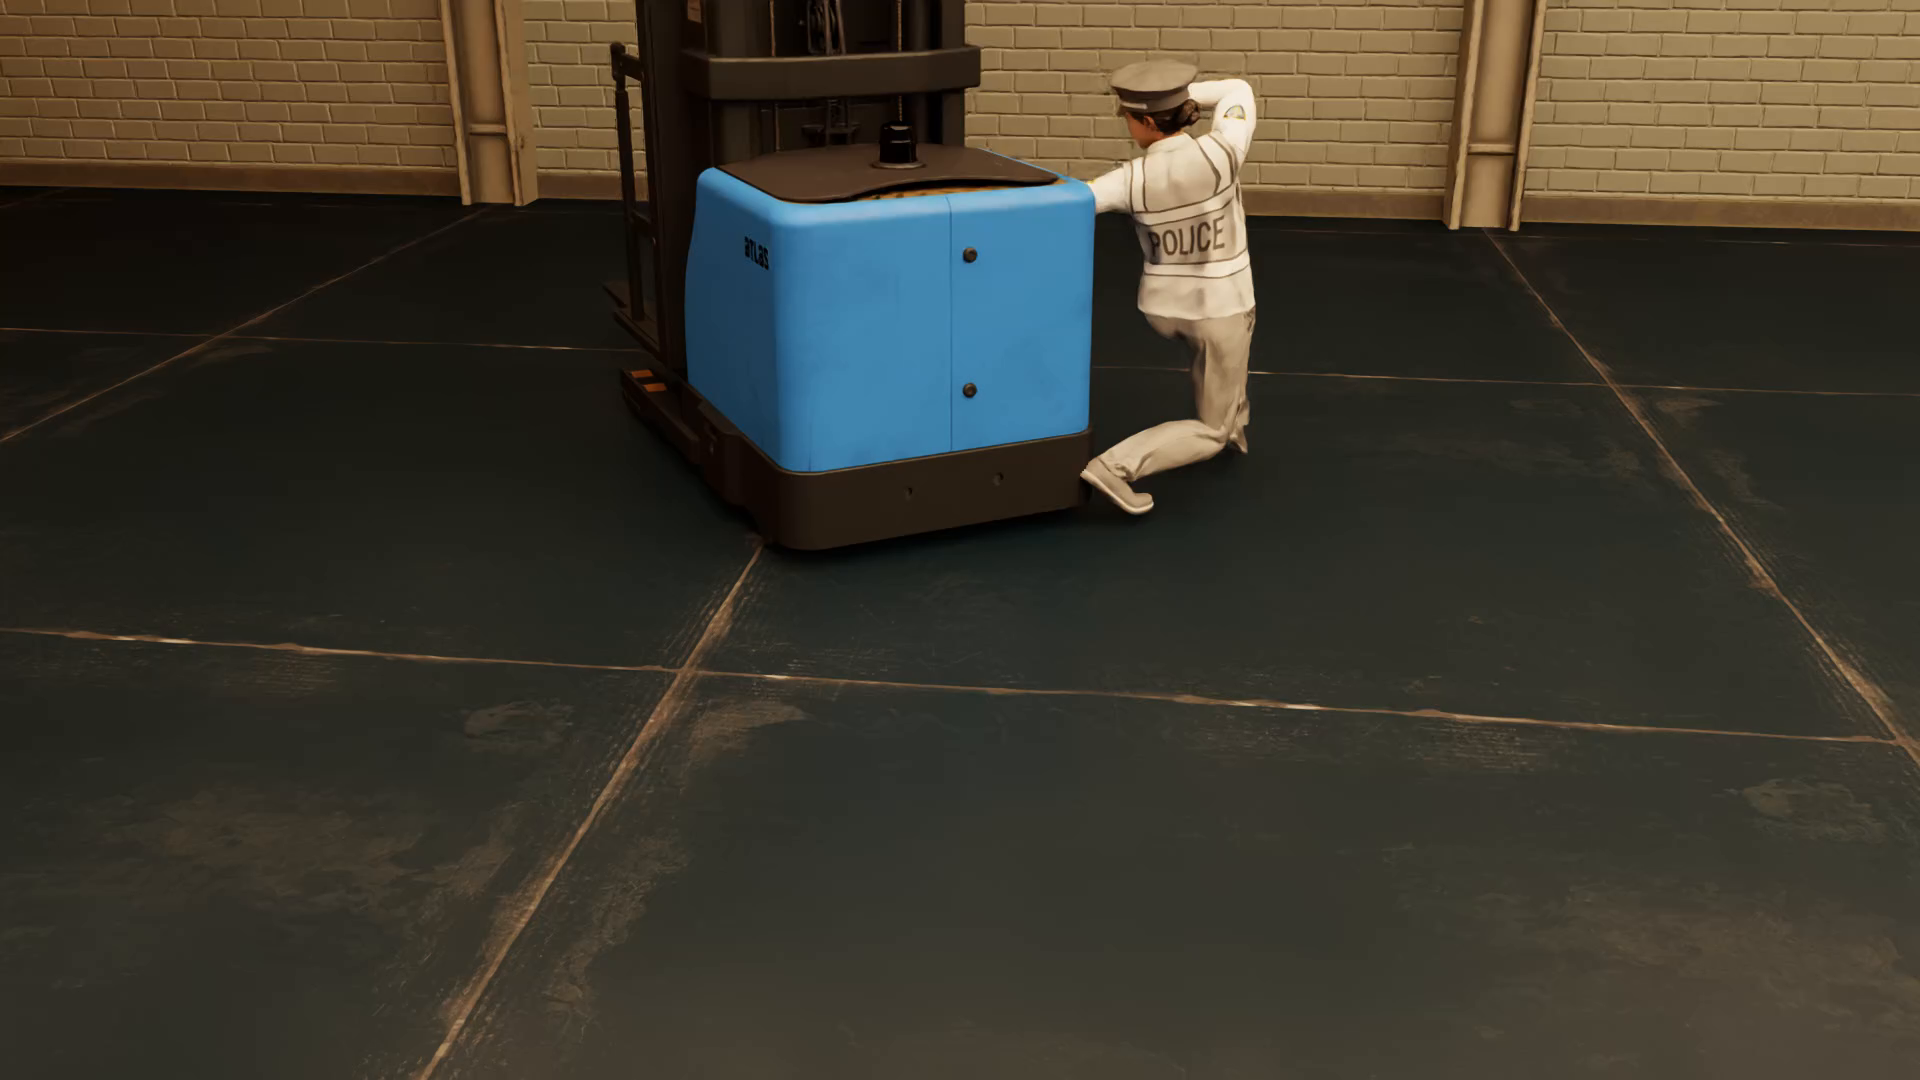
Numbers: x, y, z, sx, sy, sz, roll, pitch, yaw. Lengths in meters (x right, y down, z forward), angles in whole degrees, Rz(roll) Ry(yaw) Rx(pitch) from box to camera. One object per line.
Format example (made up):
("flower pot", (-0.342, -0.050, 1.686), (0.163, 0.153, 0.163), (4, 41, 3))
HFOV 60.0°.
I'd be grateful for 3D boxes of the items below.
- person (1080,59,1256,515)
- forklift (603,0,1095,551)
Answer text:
("person", (0.542, -0.861, 5.412), (0.892, 1.382, 0.928), (14, 26, 31))
("forklift", (-0.654, -1.843, 5.831), (1.130, 2.935, 3.031), (-10, 24, -23))
